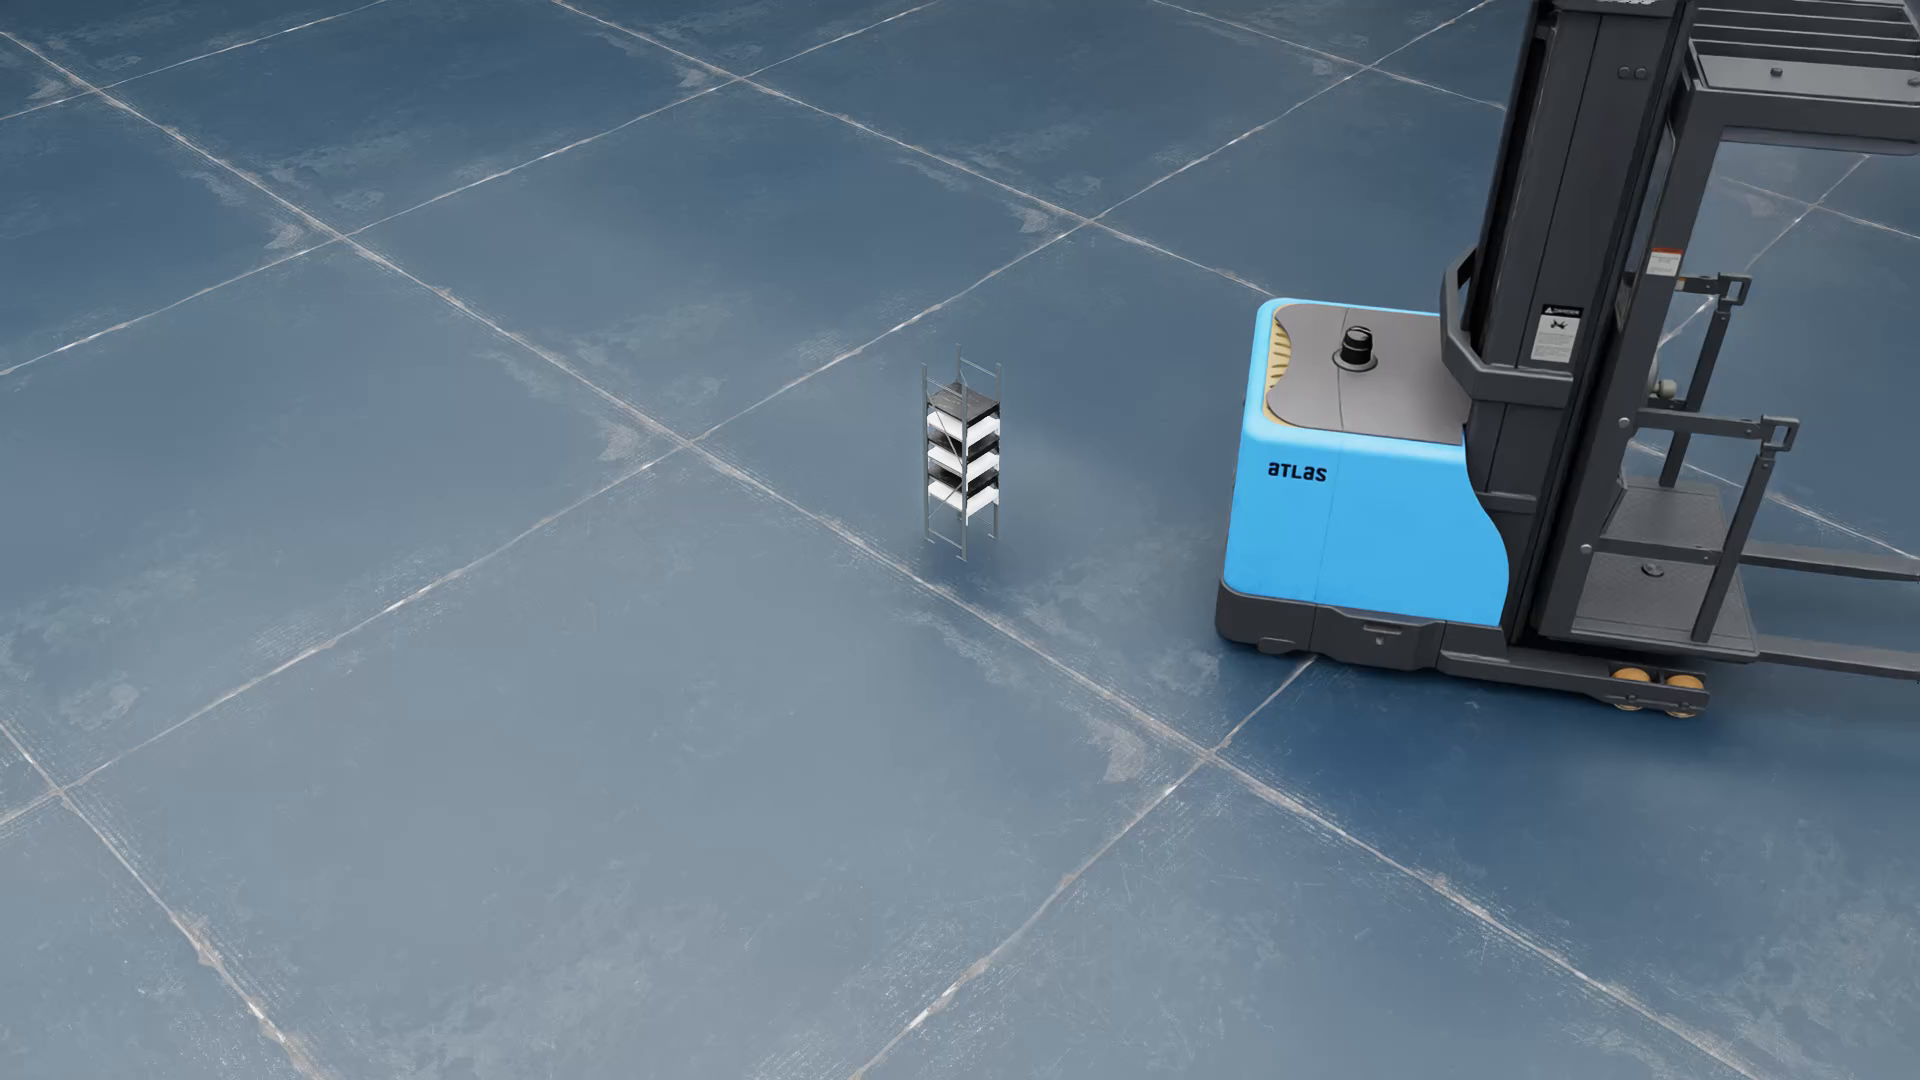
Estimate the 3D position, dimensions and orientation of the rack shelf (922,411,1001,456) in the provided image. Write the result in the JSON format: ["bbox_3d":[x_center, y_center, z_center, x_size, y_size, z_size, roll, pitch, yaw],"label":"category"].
[{"bbox_3d":[0.005,-0.471,6.883,0.258,0.077,0.200,30,47,32],"label":"rack shelf"}]

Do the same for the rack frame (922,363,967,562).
[{"bbox_3d":[-0.063,-0.309,6.916,0.240,0.900,0.006,30,47,32],"label":"rack frame"}]

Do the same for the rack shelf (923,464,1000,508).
[{"bbox_3d":[0.005,-0.259,7.051,0.258,0.077,0.200,30,47,32],"label":"rack shelf"}]

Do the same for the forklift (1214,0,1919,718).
[{"bbox_3d":[2.597,-0.827,5.936,3.031,2.935,1.130,7,39,9],"label":"forklift"}]

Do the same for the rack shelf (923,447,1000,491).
[{"bbox_3d":[0.005,-0.330,6.995,0.258,0.077,0.200,30,47,32],"label":"rack shelf"}]

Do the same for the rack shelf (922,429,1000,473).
[{"bbox_3d":[0.005,-0.400,6.939,0.258,0.077,0.200,30,47,32],"label":"rack shelf"}]

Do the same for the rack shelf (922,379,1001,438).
[{"bbox_3d":[0.005,-0.541,6.827,0.258,0.077,0.200,30,47,32],"label":"rack shelf"}]

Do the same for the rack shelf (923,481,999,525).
[{"bbox_3d":[0.005,-0.189,7.107,0.258,0.077,0.200,30,47,32],"label":"rack shelf"}]

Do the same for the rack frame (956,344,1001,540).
[{"bbox_3d":[0.074,-0.403,7.033,0.240,0.900,0.006,30,47,32],"label":"rack frame"}]

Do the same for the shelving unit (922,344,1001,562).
[{"bbox_3d":[0.005,-0.356,6.975,0.258,0.900,0.210,30,47,32],"label":"shelving unit"}]
